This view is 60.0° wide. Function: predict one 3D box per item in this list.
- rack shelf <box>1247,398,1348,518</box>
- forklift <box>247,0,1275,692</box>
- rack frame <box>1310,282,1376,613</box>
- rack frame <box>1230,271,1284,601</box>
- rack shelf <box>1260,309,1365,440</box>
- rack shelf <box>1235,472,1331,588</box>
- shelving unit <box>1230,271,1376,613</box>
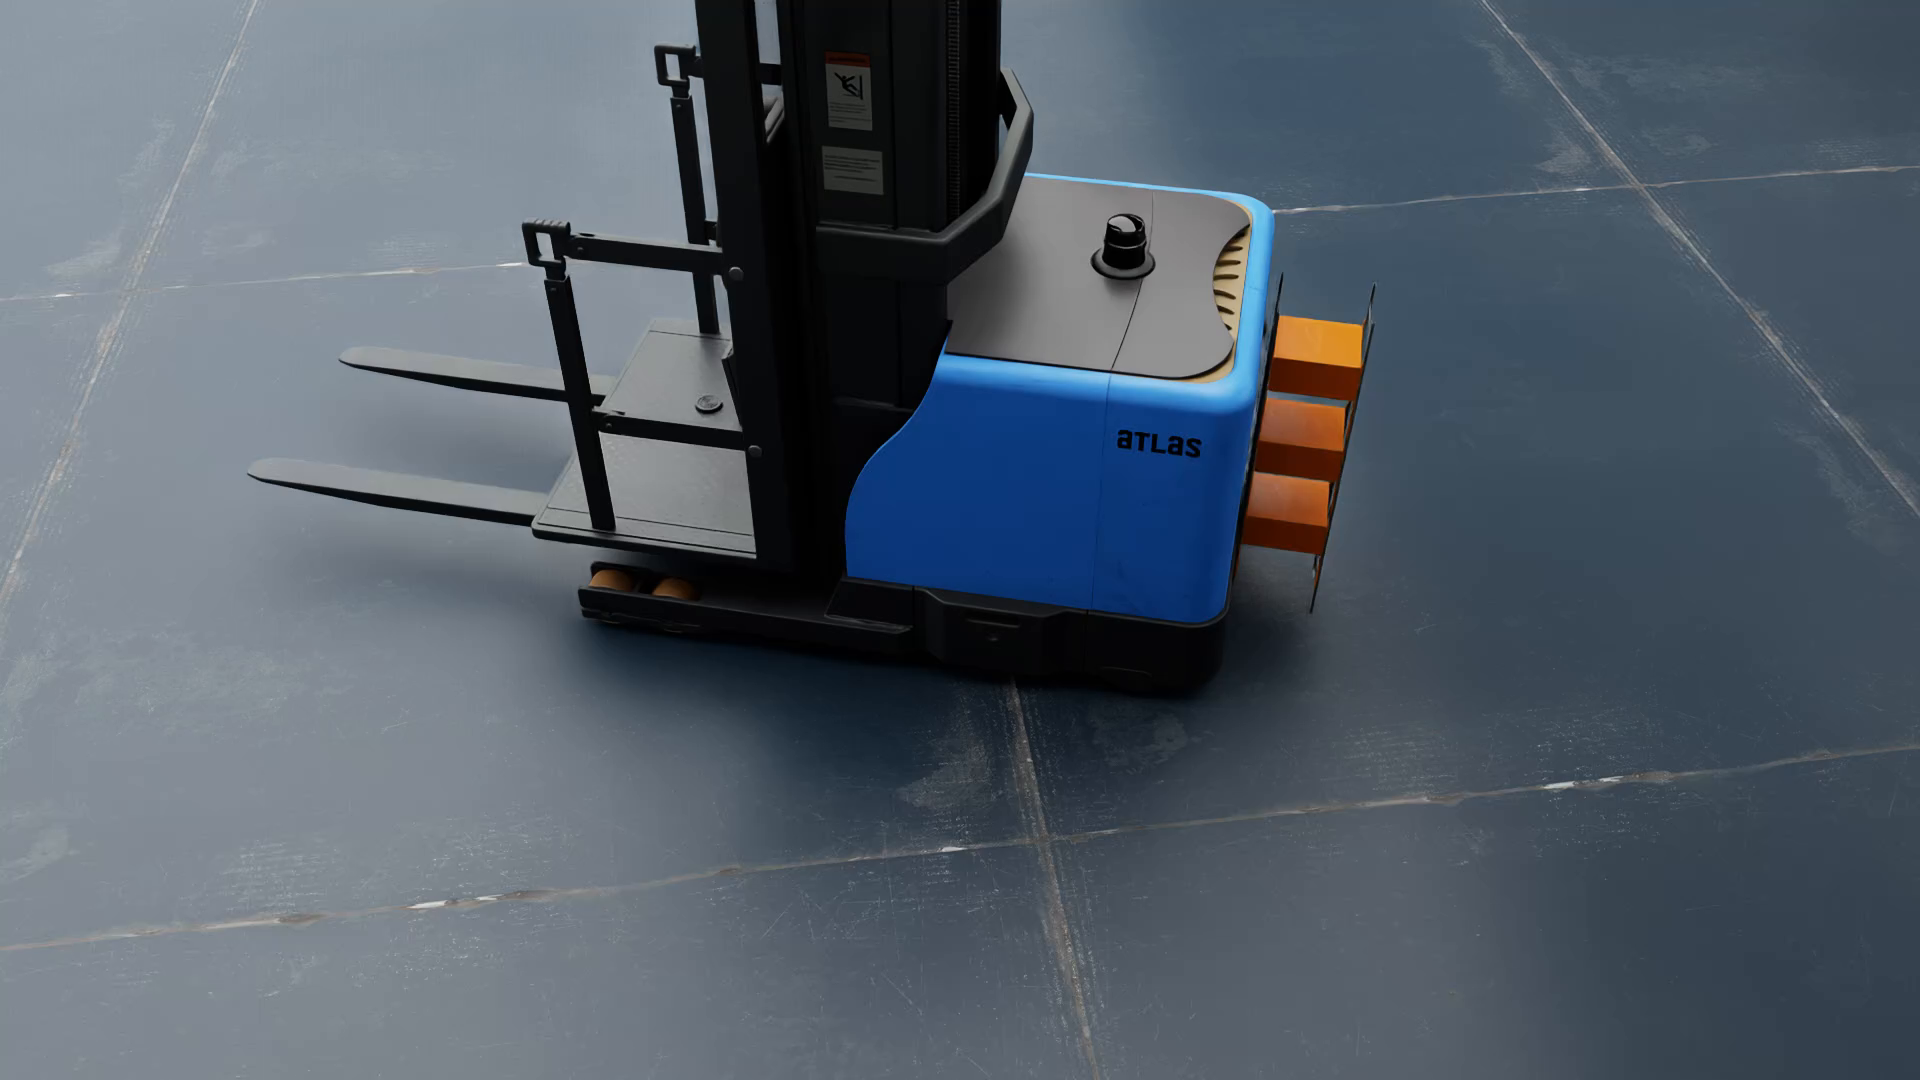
[{"bbox_3d":[0.963,-0.244,4.750,0.240,0.259,0.215,8,43,8],"label":"rack shelf"},{"bbox_3d":[-0.661,-1.150,4.337,3.031,2.935,1.130,8,43,8],"label":"forklift"},{"bbox_3d":[1.082,-0.234,4.726,0.008,1.050,0.200,8,43,8],"label":"rack frame"},{"bbox_3d":[0.843,-0.269,4.760,0.008,1.050,0.200,8,43,8],"label":"rack frame"},{"bbox_3d":[0.966,-0.454,4.559,0.240,0.259,0.215,8,43,8],"label":"rack shelf"},{"bbox_3d":[0.959,-0.038,4.936,0.240,0.259,0.215,8,43,8],"label":"rack shelf"},{"bbox_3d":[0.963,-0.252,4.743,0.252,1.050,0.215,8,43,8],"label":"shelving unit"}]
